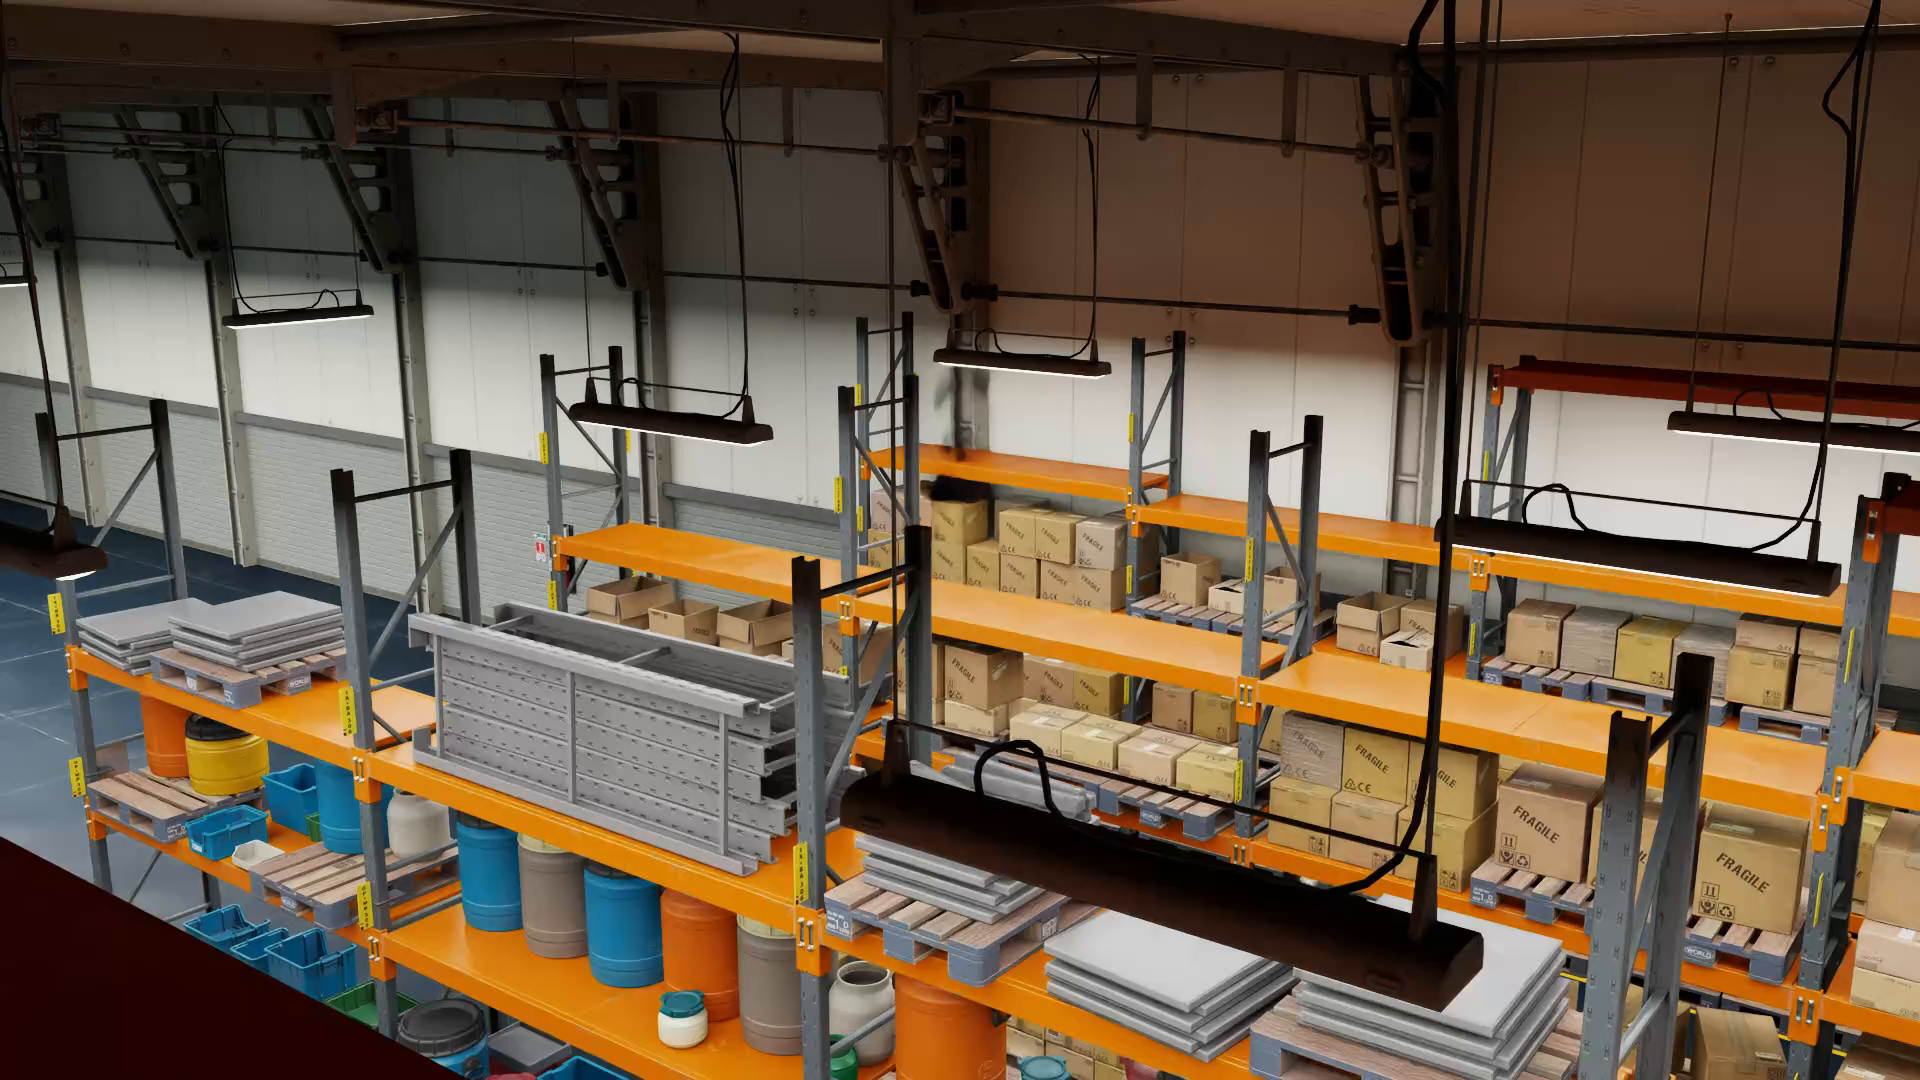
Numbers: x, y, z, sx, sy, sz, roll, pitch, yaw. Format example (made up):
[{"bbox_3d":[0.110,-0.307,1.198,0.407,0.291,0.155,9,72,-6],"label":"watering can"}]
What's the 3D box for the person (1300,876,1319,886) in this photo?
[{"bbox_3d":[3.331,3.594,16.110,0.723,1.648,0.625,7,15,27],"label":"person"}]
